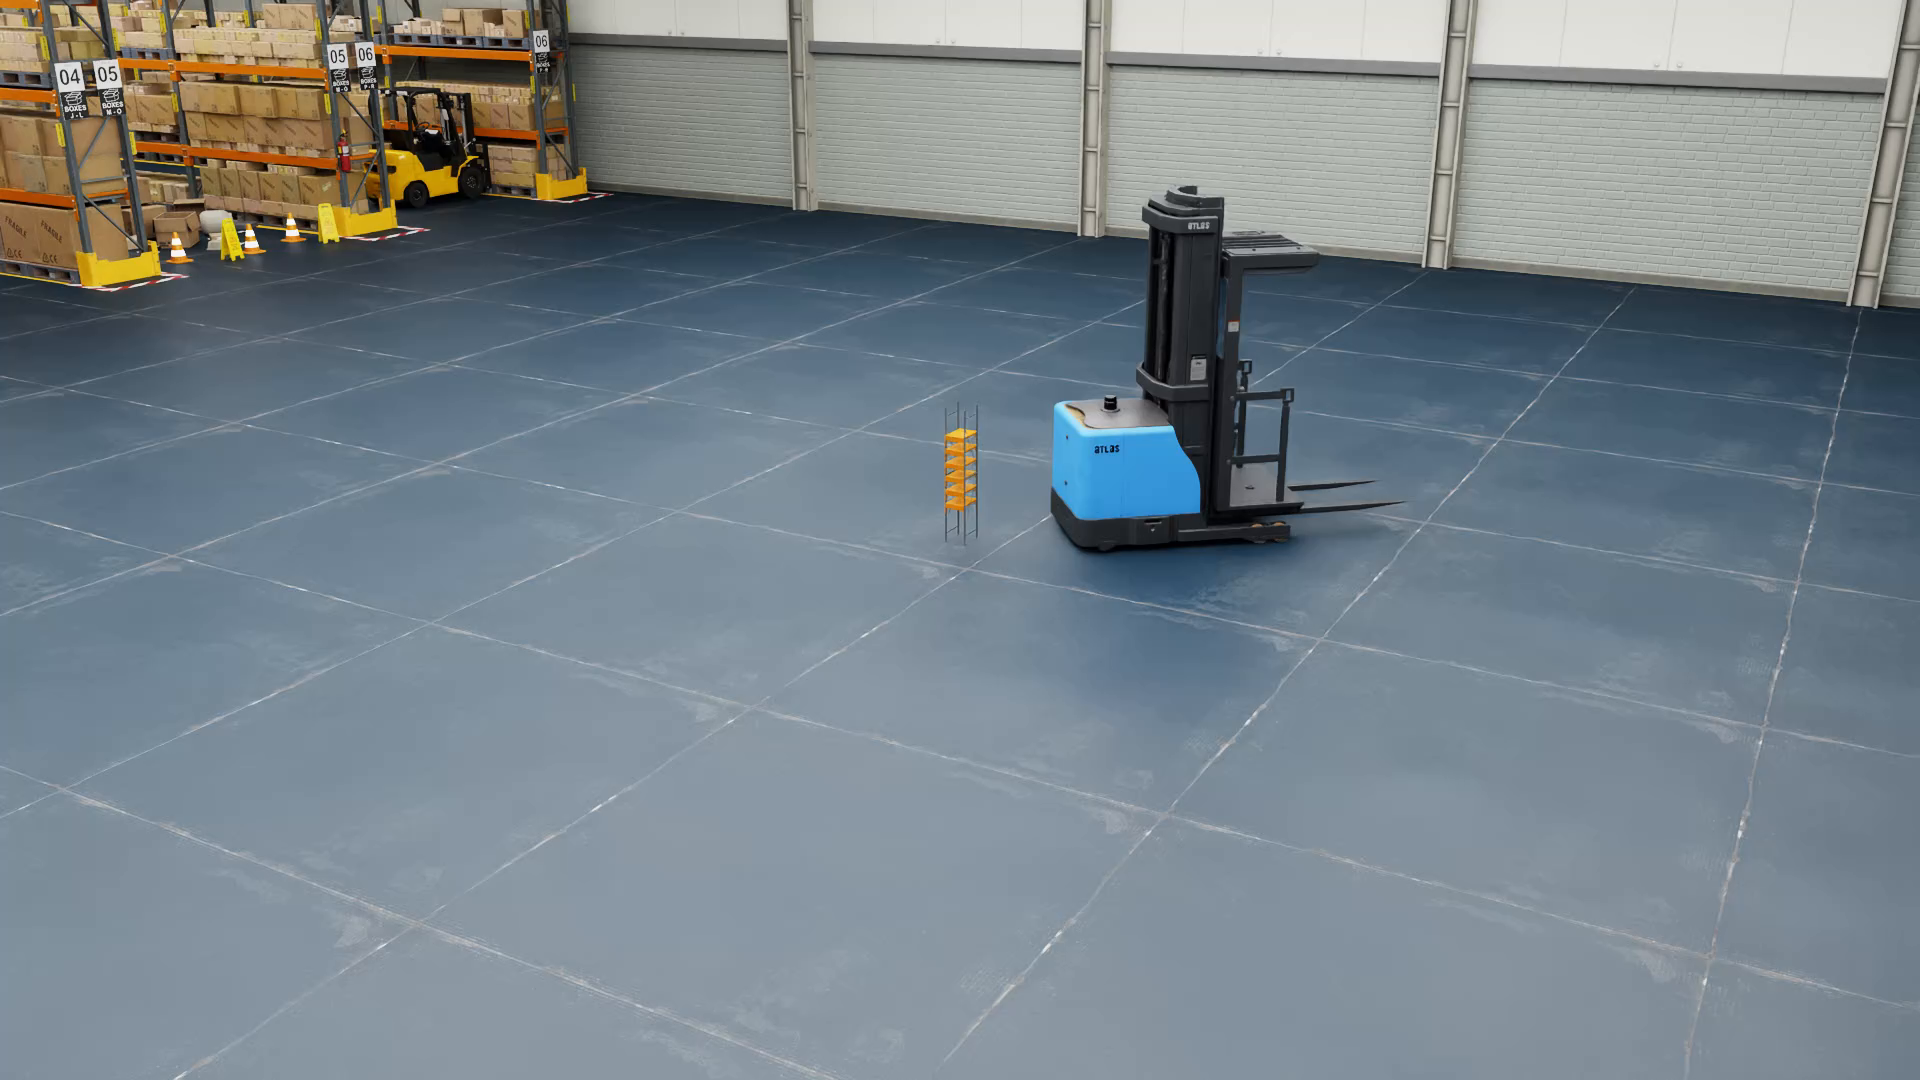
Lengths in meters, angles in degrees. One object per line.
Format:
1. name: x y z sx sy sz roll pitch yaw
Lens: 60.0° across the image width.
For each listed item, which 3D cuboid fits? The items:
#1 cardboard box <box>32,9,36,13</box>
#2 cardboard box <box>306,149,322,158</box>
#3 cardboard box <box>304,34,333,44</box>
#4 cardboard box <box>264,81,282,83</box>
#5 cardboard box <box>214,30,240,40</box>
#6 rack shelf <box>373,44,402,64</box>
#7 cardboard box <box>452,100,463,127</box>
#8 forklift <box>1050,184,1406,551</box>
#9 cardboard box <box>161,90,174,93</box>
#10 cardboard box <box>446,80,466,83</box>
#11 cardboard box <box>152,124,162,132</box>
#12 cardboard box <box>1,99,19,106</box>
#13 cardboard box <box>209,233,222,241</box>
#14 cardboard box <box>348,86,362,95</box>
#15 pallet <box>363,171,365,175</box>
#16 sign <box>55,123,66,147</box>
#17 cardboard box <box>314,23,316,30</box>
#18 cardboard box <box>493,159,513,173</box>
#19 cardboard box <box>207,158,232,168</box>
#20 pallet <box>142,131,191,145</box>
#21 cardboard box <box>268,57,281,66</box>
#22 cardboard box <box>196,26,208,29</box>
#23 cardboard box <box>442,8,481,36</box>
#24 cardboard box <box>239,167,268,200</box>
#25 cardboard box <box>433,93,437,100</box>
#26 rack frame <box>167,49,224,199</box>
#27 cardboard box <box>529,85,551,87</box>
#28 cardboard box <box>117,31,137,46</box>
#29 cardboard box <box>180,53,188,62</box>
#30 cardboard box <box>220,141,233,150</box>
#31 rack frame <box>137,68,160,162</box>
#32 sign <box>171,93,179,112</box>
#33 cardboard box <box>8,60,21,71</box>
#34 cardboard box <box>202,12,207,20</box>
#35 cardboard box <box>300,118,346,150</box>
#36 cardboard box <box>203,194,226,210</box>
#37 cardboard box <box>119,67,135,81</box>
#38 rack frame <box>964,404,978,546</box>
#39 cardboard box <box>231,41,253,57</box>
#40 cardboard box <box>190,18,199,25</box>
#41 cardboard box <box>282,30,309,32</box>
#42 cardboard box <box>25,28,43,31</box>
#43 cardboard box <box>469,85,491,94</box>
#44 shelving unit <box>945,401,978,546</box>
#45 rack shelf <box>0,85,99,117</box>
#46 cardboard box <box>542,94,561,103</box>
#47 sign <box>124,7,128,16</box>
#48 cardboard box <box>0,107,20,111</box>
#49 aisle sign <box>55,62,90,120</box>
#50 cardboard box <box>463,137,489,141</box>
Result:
1. cardboard box: -21.718 -12.568 39.267 0.500 0.250 0.500 11 22 27
2. cardboard box: -11.138 -6.753 28.951 0.250 0.149 0.380 10 22 27
3. cardboard box: -10.871 -8.499 28.195 0.250 0.149 0.380 11 23 28
4. cardboard box: -14.864 -9.883 36.115 0.250 0.149 0.380 12 23 29
5. cardboard box: -12.883 -8.887 29.266 0.250 0.149 0.380 10 22 26
6. rack shelf: -13.253 -10.411 35.325 4.000 0.370 1.077 11 23 27
7. cardboard box: -9.912 -8.647 33.657 0.500 0.500 0.500 11 23 28
8. forklift: 2.378 -1.520 14.257 3.031 2.935 1.130 -4 20 -11
9. cardboard box: -15.056 -8.246 31.499 0.500 0.500 0.500 11 22 27
10. cardboard box: -10.395 -9.419 34.397 0.250 0.149 0.380 10 22 26
11. cardboard box: -14.730 -7.660 30.837 0.250 0.149 0.380 10 22 26
12. cardboard box: -18.447 -8.802 32.618 0.500 0.500 0.500 11 23 28
13. cardboard box: -12.561 -5.140 28.316 0.380 0.149 0.250 -11 23 -29
14. cardboard box: -12.630 -9.448 34.914 0.250 0.149 0.380 10 22 26
15. pallet: -12.169 -7.807 35.578 1.213 0.211 1.003 11 23 27
16. sign: -13.035 -5.869 24.102 0.005 0.325 0.100 11 23 27
17. cardboard box: -13.288 -10.764 34.848 0.250 0.149 0.380 10 22 27
18. cardboard box: -9.025 -7.556 33.480 0.500 0.250 0.500 11 22 27
19. cardboard box: -13.461 -6.874 30.281 0.250 0.149 0.380 11 23 28
20. pallet: -14.520 -7.609 31.224 1.213 0.211 1.003 11 23 27
21. cardboard box: -11.758 -8.307 28.836 0.250 0.149 0.380 11 22 27
22. cardboard box: -16.441 -11.191 36.640 0.500 0.250 0.500 11 23 27
23. cardboard box: -9.857 -10.355 33.199 0.637 0.503 0.797 12 23 29
24. cardboard box: -12.616 -6.435 30.024 0.500 0.500 0.500 12 23 30
25. cardboard box: -10.481 -9.043 33.797 0.250 0.149 0.380 11 22 27
26. rack frame: -13.924 -7.529 30.721 0.127 3.000 1.000 11 23 27
27. cardboard box: -8.405 -9.016 33.287 0.250 0.149 0.380 12 23 29
28. cardboard box: -15.389 -9.290 30.783 0.500 0.250 0.500 11 23 28
29. cardboard box: -13.770 -8.695 29.905 0.250 0.149 0.380 10 22 26
30. cardboard box: -13.114 -7.150 30.044 0.250 0.149 0.380 12 23 29
31. rack frame: -18.491 -10.337 38.464 0.127 3.000 1.000 11 23 27
32. sign: -14.192 -7.907 30.067 0.005 0.325 0.100 11 23 27
33. cardboard box: -13.658 -6.948 24.329 0.250 0.149 0.380 11 23 28
34. cardboard box: -16.355 -11.483 36.422 0.250 0.149 0.380 10 22 26
35. cardboard box: -11.040 -7.059 28.842 0.500 0.500 0.500 10 22 26
36. cardboard box: -13.541 -6.255 30.626 0.500 0.250 0.500 10 22 25
37. cardboard box: -19.661 -11.086 39.212 0.500 0.500 0.500 10 22 26
38. rack frame: 0.093 -0.546 14.112 0.006 1.200 0.240 11 23 27
39. cardboard box: -12.346 -8.600 29.059 0.500 0.250 0.500 11 23 28
40. cardboard box: -17.070 -11.458 36.760 0.250 0.149 0.380 11 23 28
41. cardboard box: -11.693 -8.892 29.279 0.250 0.149 0.380 11 23 29
42. cardboard box: -13.781 -7.604 24.966 0.250 0.149 0.380 10 22 26
43. cardboard box: -9.593 -9.013 33.278 0.250 0.149 0.380 11 23 28
44. shelving unit: 0.013 -0.562 14.154 0.189 1.200 0.258 11 23 27
45. rack shelf: -14.504 -6.778 25.307 4.000 0.370 1.077 11 23 27
46. cardboard box: -8.184 -8.827 33.203 0.250 0.149 0.380 10 22 26
47. sign: -18.749 -11.828 37.416 0.005 0.325 0.100 11 23 27
48. cardboard box: -15.003 -6.357 25.688 0.550 0.550 0.875 11 23 27
49. aisle sign: -12.842 -6.494 24.057 0.004 0.787 0.394 11 23 27
50. cardboard box: -10.098 -8.190 34.494 0.500 0.250 0.500 11 23 28
